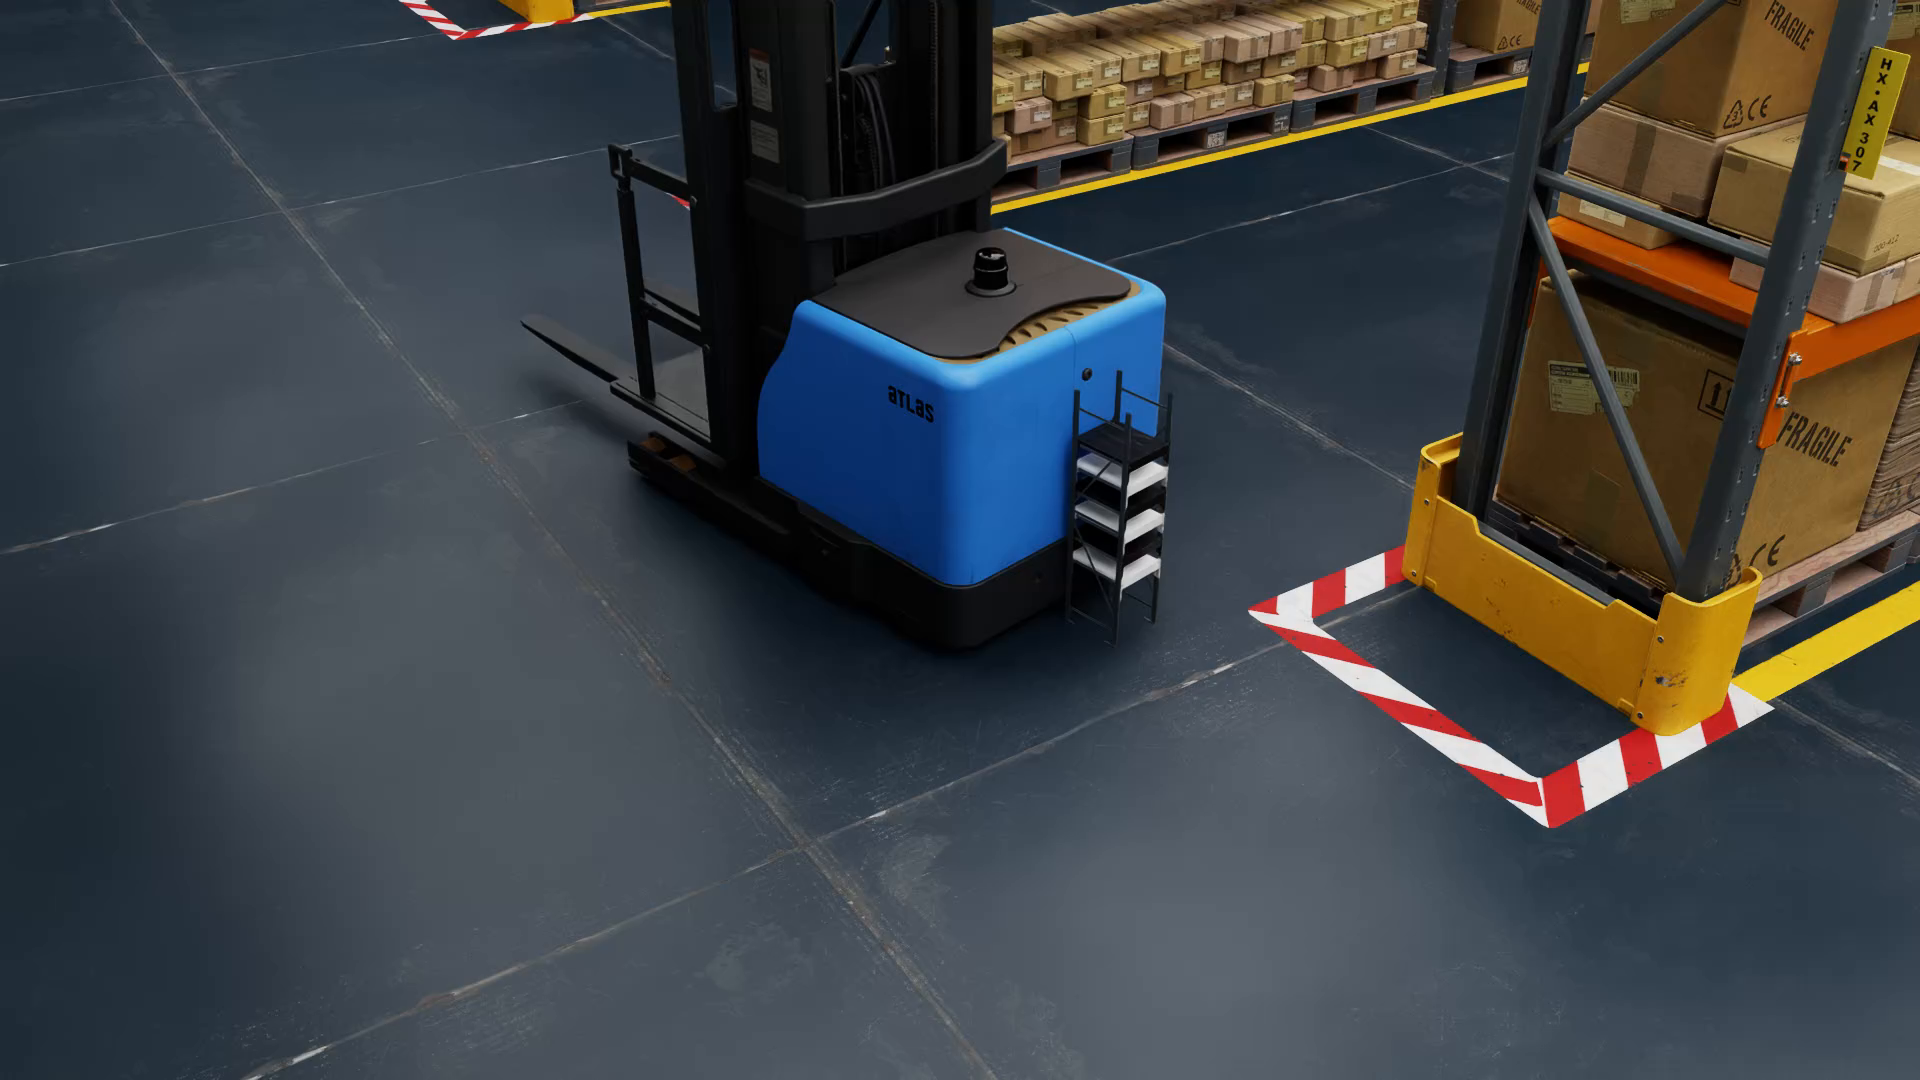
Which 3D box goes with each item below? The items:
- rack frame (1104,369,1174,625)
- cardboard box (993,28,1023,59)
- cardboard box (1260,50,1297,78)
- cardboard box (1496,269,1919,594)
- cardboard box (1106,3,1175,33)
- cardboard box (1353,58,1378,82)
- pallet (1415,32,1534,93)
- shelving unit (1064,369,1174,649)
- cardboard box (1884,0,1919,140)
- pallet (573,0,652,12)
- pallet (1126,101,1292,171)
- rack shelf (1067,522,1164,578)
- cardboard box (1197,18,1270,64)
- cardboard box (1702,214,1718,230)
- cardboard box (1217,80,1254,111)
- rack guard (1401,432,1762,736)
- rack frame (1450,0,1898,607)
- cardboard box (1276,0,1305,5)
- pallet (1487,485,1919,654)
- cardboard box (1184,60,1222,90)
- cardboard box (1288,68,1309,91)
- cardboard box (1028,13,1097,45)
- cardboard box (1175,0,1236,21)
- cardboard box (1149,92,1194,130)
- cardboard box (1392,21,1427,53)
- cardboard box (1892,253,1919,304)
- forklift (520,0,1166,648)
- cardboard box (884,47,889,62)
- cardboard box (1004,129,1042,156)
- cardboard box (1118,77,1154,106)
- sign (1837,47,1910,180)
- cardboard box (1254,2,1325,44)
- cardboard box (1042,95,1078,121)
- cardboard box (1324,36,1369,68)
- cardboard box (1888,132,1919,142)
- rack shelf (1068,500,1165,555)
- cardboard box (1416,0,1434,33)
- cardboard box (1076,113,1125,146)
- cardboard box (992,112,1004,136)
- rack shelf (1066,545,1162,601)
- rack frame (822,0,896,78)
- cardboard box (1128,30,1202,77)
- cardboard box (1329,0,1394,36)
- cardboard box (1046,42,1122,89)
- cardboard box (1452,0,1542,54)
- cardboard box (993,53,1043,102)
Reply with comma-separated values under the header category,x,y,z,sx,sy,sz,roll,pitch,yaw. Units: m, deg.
category,x,y,z,sx,sy,sz,roll,pitch,yaw
rack frame,0.598,-0.132,5.615,0.006,0.900,0.240,-27,41,-36
cardboard box,0.161,-2.874,9.716,0.250,0.149,0.380,-20,37,-28
cardboard box,1.828,-2.946,10.108,0.250,0.149,0.380,-18,36,-26
cardboard box,2.559,-0.452,5.753,0.875,0.875,0.875,-19,37,-27
cardboard box,1.095,-3.138,10.134,0.250,0.149,0.380,-19,37,-27
cardboard box,2.415,-3.030,10.520,0.250,0.149,0.380,-18,36,-26
pallet,3.478,-3.408,11.455,1.213,0.211,1.003,-19,37,-27
shelving unit,0.524,-0.095,5.556,0.210,0.900,0.258,-27,41,-36
cardboard box,3.034,-1.494,4.966,0.500,0.500,0.500,-20,37,-28
pallet,-2.675,-4.483,13.159,1.213,0.211,1.003,-19,37,-27
pallet,1.252,-2.618,10.202,1.213,0.211,1.003,-19,37,-27
rack shelf,0.524,0.010,5.622,0.200,0.077,0.258,-27,41,-36
cardboard box,1.610,-2.956,9.845,0.250,0.149,0.380,-20,38,-29
cardboard box,2.403,-1.172,5.532,0.250,0.149,0.380,-19,37,-27
cardboard box,1.553,-2.723,10.034,0.250,0.149,0.380,-18,37,-26
rack guard,2.044,0.112,5.604,0.348,0.500,1.175,-19,37,-27
rack frame,2.064,-0.952,4.948,0.127,3.000,1.000,-19,37,-27
cardboard box,1.973,-3.430,10.597,0.250,0.149,0.380,-20,37,-28
pallet,2.694,-0.039,6.114,1.213,0.211,1.003,-19,37,-27
cardboard box,1.344,-2.819,9.907,0.250,0.149,0.380,-17,36,-25
cardboard box,1.941,-2.903,10.319,0.250,0.149,0.380,-20,37,-28
cardboard box,0.608,-3.023,9.952,0.250,0.149,0.380,-18,36,-26
cardboard box,1.508,-3.308,10.403,0.250,0.149,0.380,-18,37,-26
cardboard box,1.150,-2.547,9.754,0.250,0.149,0.380,-21,38,-30
cardboard box,2.731,-3.226,10.552,0.250,0.149,0.380,-18,37,-26
cardboard box,2.756,-0.875,5.062,0.250,0.149,0.380,-20,37,-28
forklift,-0.670,-1.572,5.995,1.130,2.935,3.031,-27,41,-36
cardboard box,-0.230,-2.696,9.433,0.250,0.149,0.380,-19,37,-27
cardboard box,0.251,-2.298,9.359,0.250,0.149,0.380,-19,37,-27
cardboard box,0.906,-2.649,9.637,0.250,0.149,0.380,-21,38,-29
sign,2.360,-1.101,4.299,0.005,0.325,0.100,-19,37,-27
cardboard box,2.007,-3.159,10.167,0.250,0.149,0.380,-18,36,-26
cardboard box,0.460,-2.504,9.407,0.250,0.149,0.380,-18,37,-27
cardboard box,2.295,-3.057,10.284,0.250,0.149,0.380,-20,38,-29
cardboard box,3.047,-1.185,5.179,0.500,0.250,0.500,-19,37,-28
rack shelf,0.524,-0.066,5.574,0.200,0.077,0.258,-27,41,-36
cardboard box,3.310,-3.809,11.426,0.500,0.500,0.500,-20,37,-28
cardboard box,0.731,-2.397,9.517,0.250,0.149,0.380,-18,37,-27
cardboard box,0.041,-2.340,9.147,0.250,0.149,0.380,-17,36,-25
rack shelf,0.524,0.086,5.670,0.200,0.077,0.258,-27,41,-36
rack frame,-0.538,-3.206,8.520,0.127,3.000,1.000,-19,37,-27
cardboard box,1.182,-2.817,9.626,0.250,0.149,0.380,-18,37,-27
cardboard box,2.473,-3.274,10.350,0.250,0.149,0.380,-18,37,-27
cardboard box,0.698,-2.686,9.417,0.250,0.149,0.380,-21,38,-30
cardboard box,3.589,-3.577,11.058,0.500,0.500,0.500,-17,36,-25
cardboard box,0.253,-2.562,9.220,0.250,0.149,0.380,-18,37,-26
